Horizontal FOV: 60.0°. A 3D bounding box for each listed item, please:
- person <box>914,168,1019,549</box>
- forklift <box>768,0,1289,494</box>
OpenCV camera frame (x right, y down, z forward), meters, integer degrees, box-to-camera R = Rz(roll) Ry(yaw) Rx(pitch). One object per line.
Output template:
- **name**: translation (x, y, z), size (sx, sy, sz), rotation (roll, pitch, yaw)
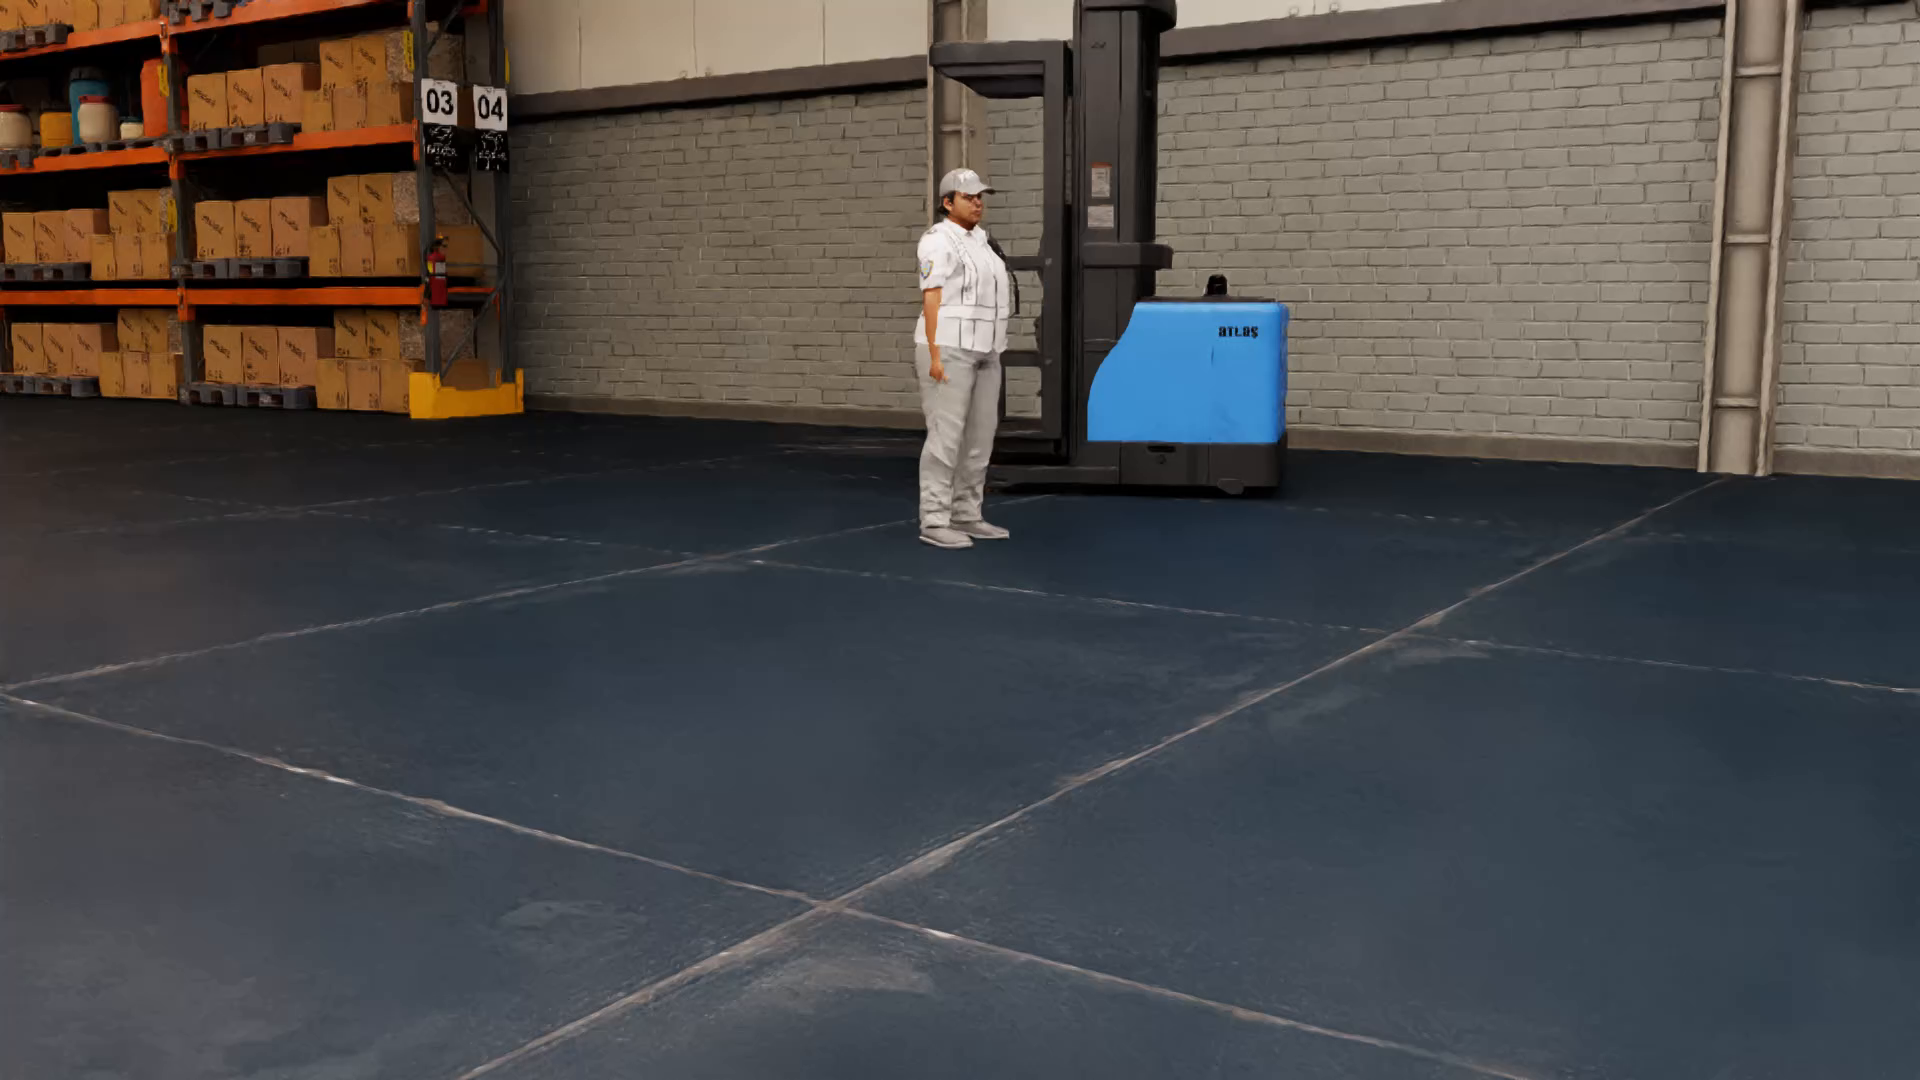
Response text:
- **person**: translation (0.010, -0.819, 7.471), size (0.388, 1.669, 0.480), rotation (5, 10, 34)
- **forklift**: translation (0.394, -1.789, 9.771), size (3.031, 2.935, 1.130), rotation (2, 8, 14)
